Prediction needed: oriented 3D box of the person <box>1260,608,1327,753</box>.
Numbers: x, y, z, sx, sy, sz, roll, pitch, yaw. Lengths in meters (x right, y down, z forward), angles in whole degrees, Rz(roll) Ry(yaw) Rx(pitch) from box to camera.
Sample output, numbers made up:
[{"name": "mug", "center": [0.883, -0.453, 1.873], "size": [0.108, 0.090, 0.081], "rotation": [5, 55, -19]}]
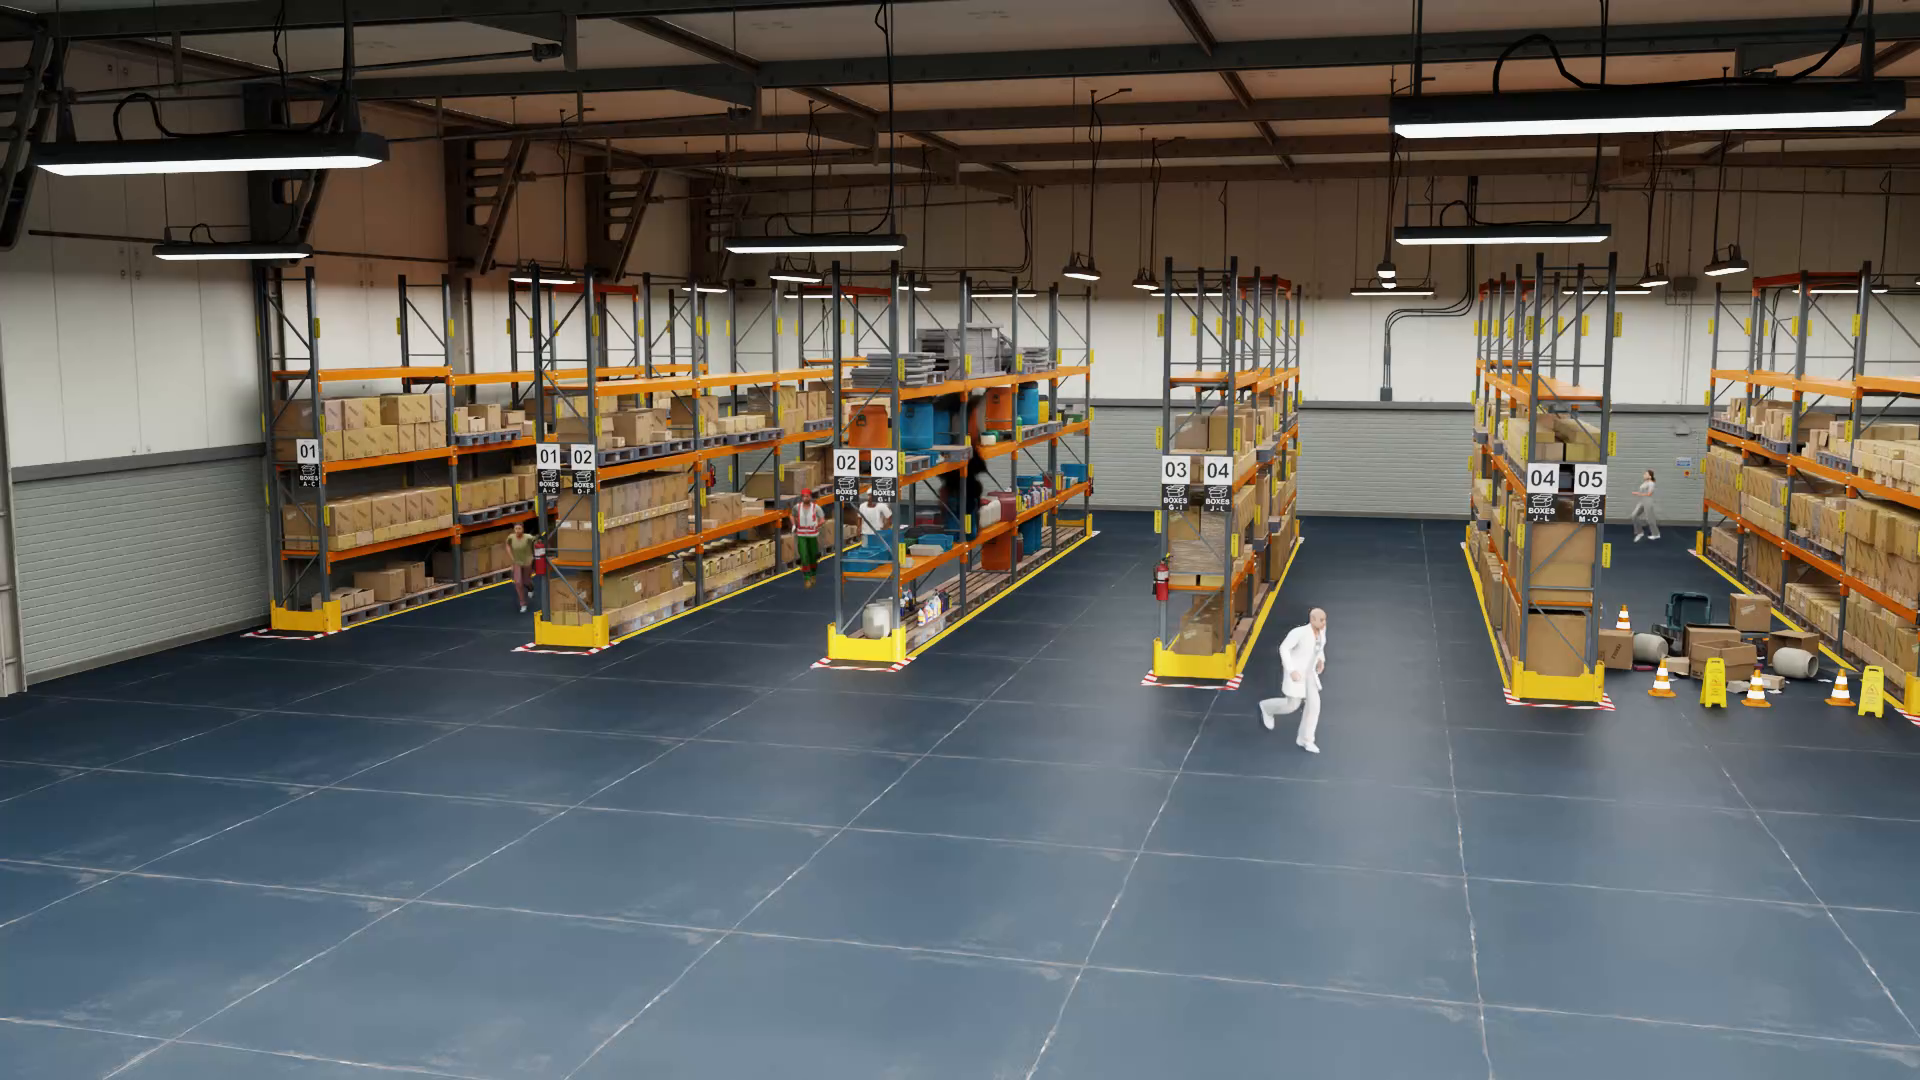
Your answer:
[{"name": "person", "center": [4.032, 1.639, 20.090], "size": [0.722, 1.739, 0.977], "rotation": [-6, 10, -40]}]

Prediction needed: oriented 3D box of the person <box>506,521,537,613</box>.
[{"name": "person", "center": [-7.834, 0.438, 29.839], "size": [0.566, 1.620, 0.888], "rotation": [0, 7, 0]}]

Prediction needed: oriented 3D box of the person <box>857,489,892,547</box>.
[{"name": "person", "center": [-1.622, -0.109, 31.295], "size": [0.719, 1.750, 0.528], "rotation": [2, 7, 15]}]

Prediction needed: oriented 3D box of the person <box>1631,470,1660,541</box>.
[{"name": "person", "center": [16.213, -0.804, 39.285], "size": [0.726, 1.711, 0.532], "rotation": [-1, 7, -9]}]

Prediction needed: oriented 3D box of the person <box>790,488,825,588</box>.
[{"name": "person", "center": [-2.801, -0.041, 30.523], "size": [0.663, 1.831, 0.854], "rotation": [0, 7, 0]}]
